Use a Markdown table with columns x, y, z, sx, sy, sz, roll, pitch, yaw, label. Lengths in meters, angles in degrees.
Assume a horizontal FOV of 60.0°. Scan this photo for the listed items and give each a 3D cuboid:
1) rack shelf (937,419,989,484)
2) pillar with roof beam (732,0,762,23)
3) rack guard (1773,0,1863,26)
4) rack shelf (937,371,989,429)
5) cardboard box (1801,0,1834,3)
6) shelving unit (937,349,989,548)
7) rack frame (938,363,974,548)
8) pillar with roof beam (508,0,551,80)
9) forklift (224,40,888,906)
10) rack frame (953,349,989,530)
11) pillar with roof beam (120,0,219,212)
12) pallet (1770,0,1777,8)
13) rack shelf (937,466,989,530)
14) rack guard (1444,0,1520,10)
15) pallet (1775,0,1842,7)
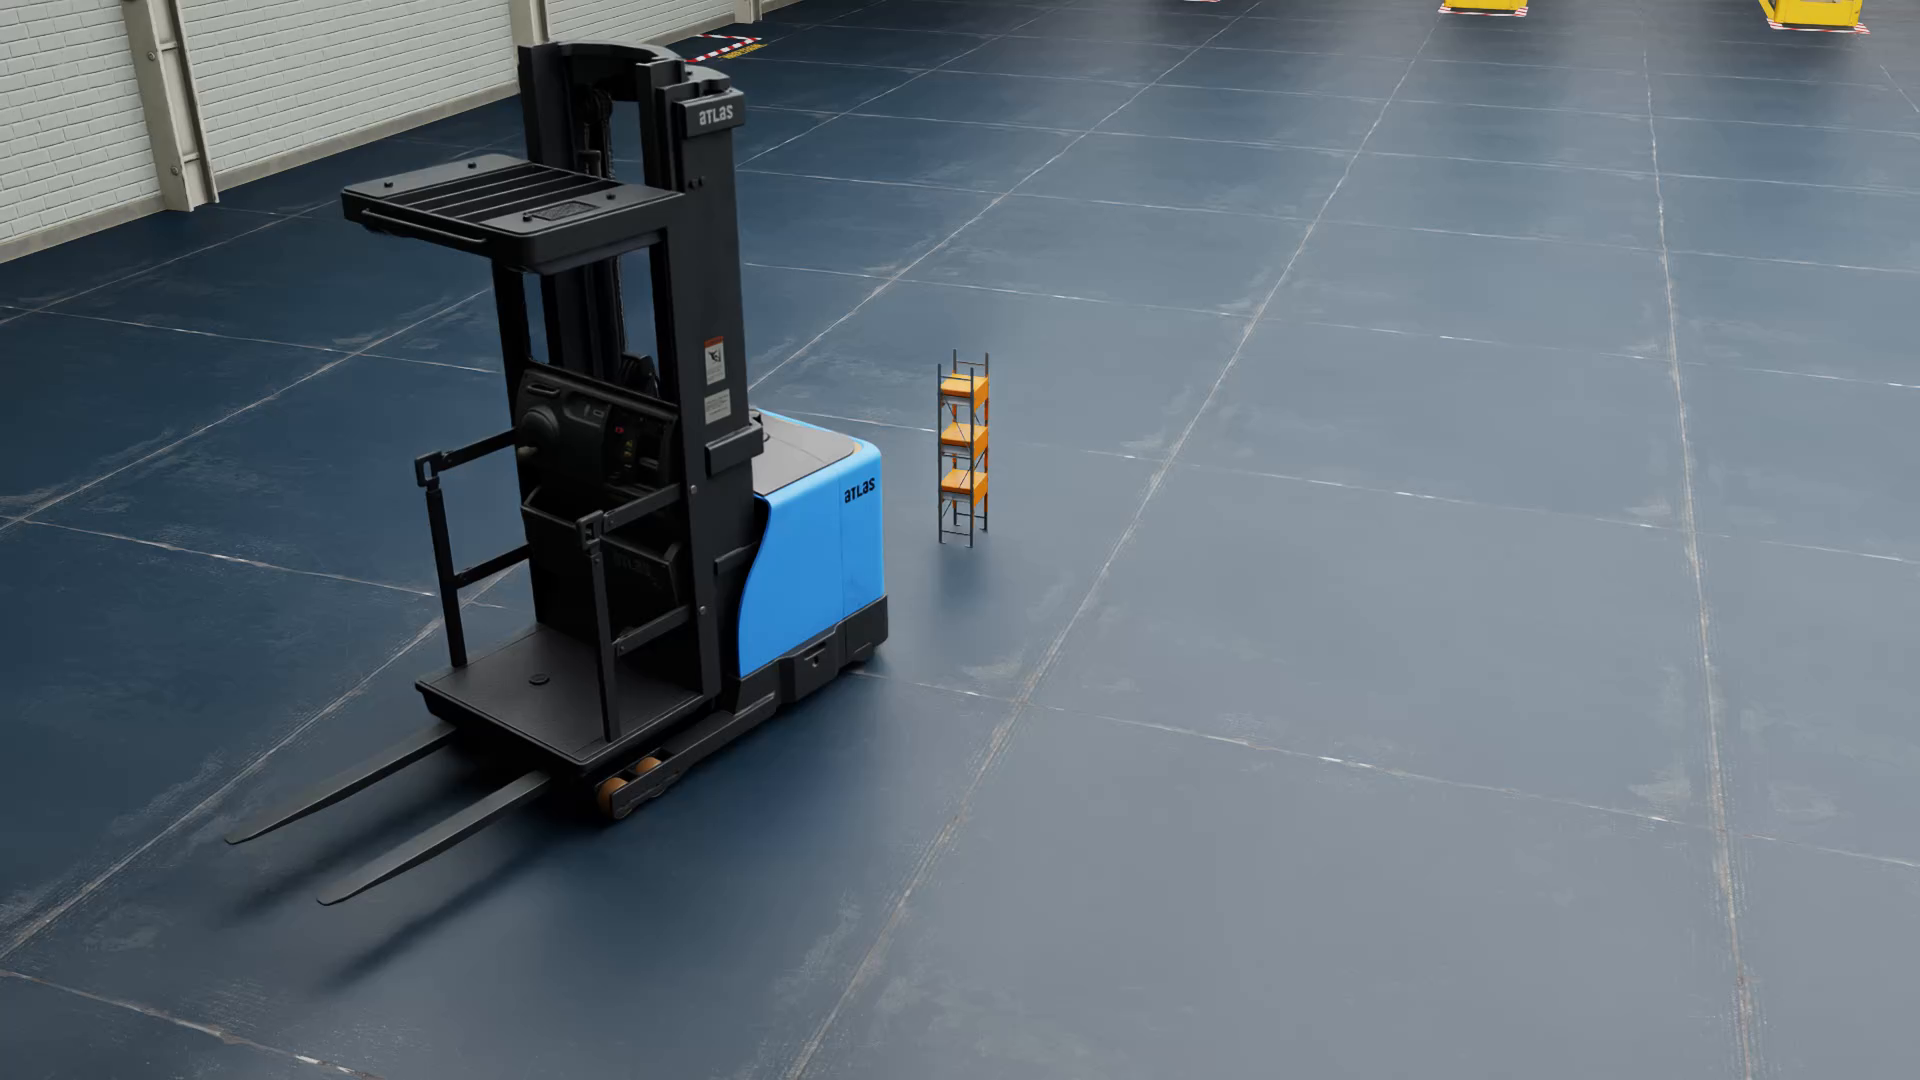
| x | y | z | sx | sy | sz | roll | pitch | yaw | label |
| --- | --- | --- | --- | --- | --- | --- | --- | --- | --- |
| 0.018 | -0.485 | 9.071 | 0.215 | 0.259 | 0.240 | 9 | 27 | 17 | rack shelf |
| 0.739 | -11.547 | 22.772 | 9.100 | 9.000 | 0.400 | 9 | 27 | 17 | pillar with roof beam |
| 13.297 | -8.275 | 25.766 | 1.175 | 0.500 | 0.348 | 9 | 27 | 17 | rack guard |
| 0.018 | -0.740 | 8.948 | 0.215 | 0.259 | 0.240 | 9 | 27 | 17 | rack shelf |
| 13.495 | -8.687 | 26.135 | 0.500 | 0.500 | 0.500 | 14 | 29 | 27 | cardboard box |
| 0.018 | -0.495 | 9.067 | 0.215 | 1.050 | 0.252 | 9 | 27 | 17 | shelving unit |
| -0.023 | -0.444 | 8.963 | 0.200 | 1.050 | 0.008 | 9 | 27 | 17 | rack frame |
| -1.258 | -9.081 | 17.679 | 9.100 | 9.000 | 0.400 | 9 | 27 | 17 | pillar with roof beam |
| -1.642 | -0.410 | 6.733 | 1.130 | 2.935 | 3.031 | 18 | 31 | 33 | forklift |
| 0.058 | -0.545 | 9.170 | 0.200 | 1.050 | 0.008 | 9 | 27 | 17 | rack frame |
| -3.255 | -6.615 | 12.587 | 9.100 | 9.000 | 0.400 | 9 | 27 | 17 | pillar with roof beam |
| 14.008 | -8.973 | 27.540 | 1.003 | 0.211 | 1.213 | 9 | 27 | 17 | pallet |
| 0.018 | -0.235 | 9.192 | 0.215 | 0.259 | 0.240 | 9 | 27 | 17 | rack shelf |
| 8.582 | -9.000 | 27.264 | 1.175 | 0.500 | 0.348 | 9 | 27 | 17 | rack guard |
| 13.600 | -8.473 | 26.508 | 1.003 | 0.211 | 1.213 | 9 | 27 | 17 | pallet |
